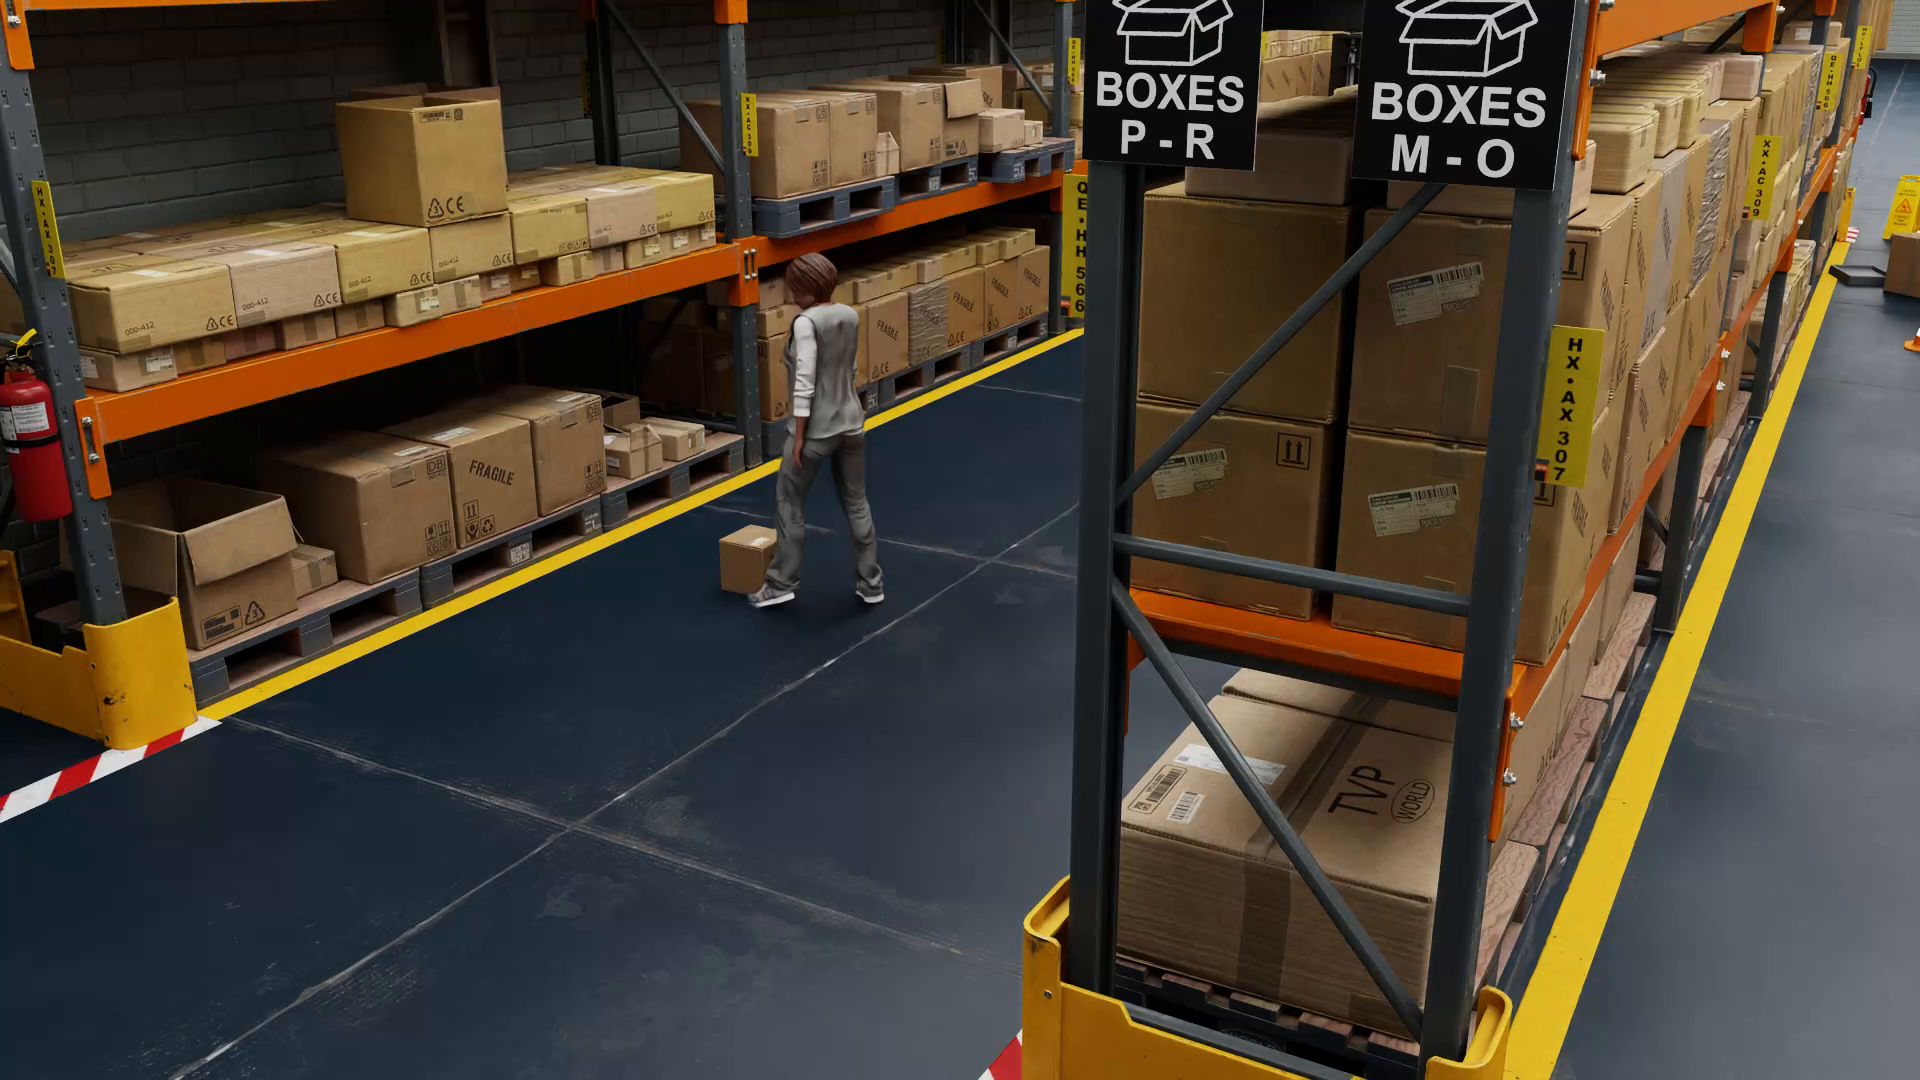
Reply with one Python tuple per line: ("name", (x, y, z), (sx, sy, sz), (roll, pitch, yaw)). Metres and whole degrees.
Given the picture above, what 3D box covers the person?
("person", (-0.627, -0.457, 7.374), (0.538, 1.606, 0.518), (19, 27, 42))
